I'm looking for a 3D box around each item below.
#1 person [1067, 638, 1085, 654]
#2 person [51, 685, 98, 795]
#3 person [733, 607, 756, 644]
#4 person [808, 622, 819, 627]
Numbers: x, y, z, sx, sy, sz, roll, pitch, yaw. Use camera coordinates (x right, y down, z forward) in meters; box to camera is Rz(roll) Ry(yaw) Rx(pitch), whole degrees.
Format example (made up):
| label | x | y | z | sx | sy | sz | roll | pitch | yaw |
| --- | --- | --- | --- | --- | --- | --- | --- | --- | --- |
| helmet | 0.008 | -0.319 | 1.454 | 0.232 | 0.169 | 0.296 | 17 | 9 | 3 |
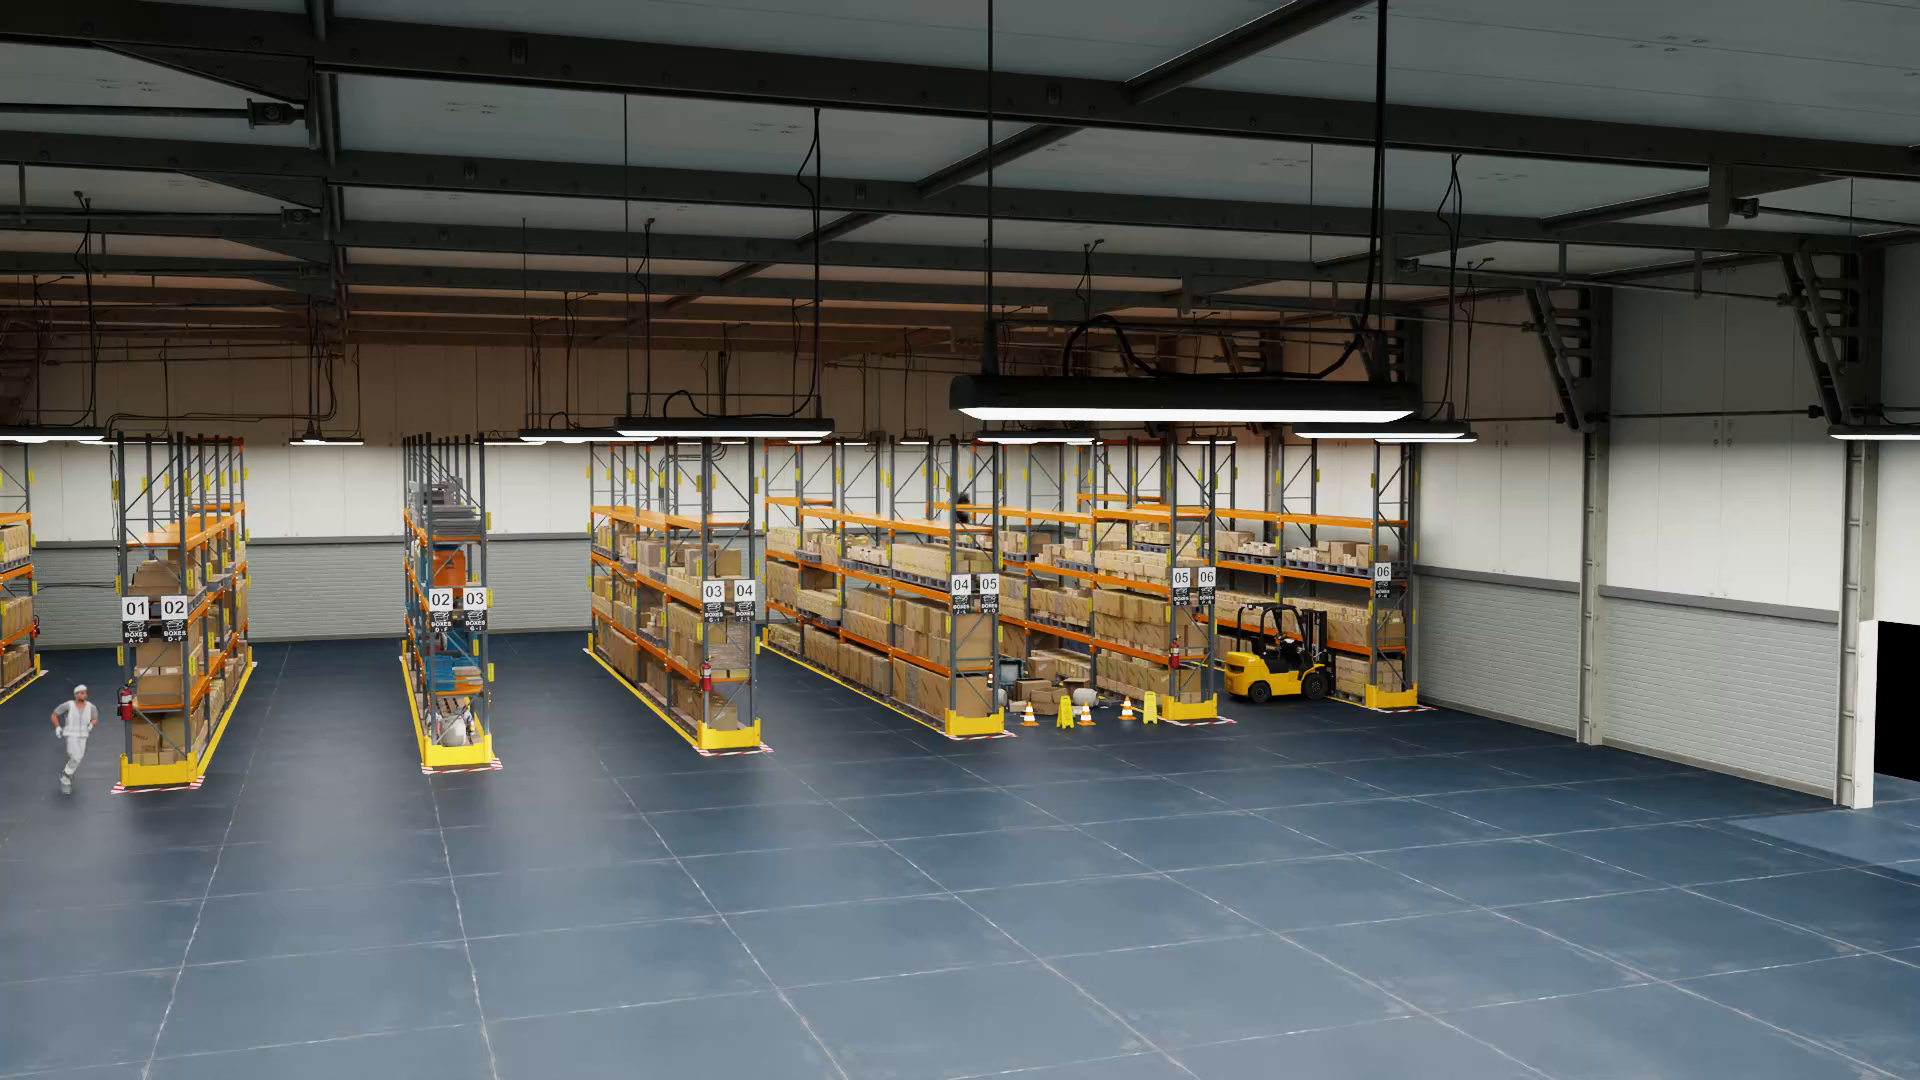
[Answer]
| label | x | y | z | sx | sy | sz | roll | pitch | yaw |
| --- | --- | --- | --- | --- | --- | --- | --- | --- | --- |
| person | 3.116 | 2.444 | 44.502 | 0.584 | 1.689 | 0.680 | -1 | 3 | -21 |
| person | -14.698 | 3.313 | 27.701 | 0.676 | 1.789 | 0.660 | 2 | 4 | 34 |
| person | -5.949 | 2.376 | 45.781 | 0.672 | 1.728 | 0.927 | -1 | 3 | -17 |
| person | -4.367 | 2.216 | 49.431 | 0.664 | 1.539 | 0.594 | 2 | 4 | 34 |
